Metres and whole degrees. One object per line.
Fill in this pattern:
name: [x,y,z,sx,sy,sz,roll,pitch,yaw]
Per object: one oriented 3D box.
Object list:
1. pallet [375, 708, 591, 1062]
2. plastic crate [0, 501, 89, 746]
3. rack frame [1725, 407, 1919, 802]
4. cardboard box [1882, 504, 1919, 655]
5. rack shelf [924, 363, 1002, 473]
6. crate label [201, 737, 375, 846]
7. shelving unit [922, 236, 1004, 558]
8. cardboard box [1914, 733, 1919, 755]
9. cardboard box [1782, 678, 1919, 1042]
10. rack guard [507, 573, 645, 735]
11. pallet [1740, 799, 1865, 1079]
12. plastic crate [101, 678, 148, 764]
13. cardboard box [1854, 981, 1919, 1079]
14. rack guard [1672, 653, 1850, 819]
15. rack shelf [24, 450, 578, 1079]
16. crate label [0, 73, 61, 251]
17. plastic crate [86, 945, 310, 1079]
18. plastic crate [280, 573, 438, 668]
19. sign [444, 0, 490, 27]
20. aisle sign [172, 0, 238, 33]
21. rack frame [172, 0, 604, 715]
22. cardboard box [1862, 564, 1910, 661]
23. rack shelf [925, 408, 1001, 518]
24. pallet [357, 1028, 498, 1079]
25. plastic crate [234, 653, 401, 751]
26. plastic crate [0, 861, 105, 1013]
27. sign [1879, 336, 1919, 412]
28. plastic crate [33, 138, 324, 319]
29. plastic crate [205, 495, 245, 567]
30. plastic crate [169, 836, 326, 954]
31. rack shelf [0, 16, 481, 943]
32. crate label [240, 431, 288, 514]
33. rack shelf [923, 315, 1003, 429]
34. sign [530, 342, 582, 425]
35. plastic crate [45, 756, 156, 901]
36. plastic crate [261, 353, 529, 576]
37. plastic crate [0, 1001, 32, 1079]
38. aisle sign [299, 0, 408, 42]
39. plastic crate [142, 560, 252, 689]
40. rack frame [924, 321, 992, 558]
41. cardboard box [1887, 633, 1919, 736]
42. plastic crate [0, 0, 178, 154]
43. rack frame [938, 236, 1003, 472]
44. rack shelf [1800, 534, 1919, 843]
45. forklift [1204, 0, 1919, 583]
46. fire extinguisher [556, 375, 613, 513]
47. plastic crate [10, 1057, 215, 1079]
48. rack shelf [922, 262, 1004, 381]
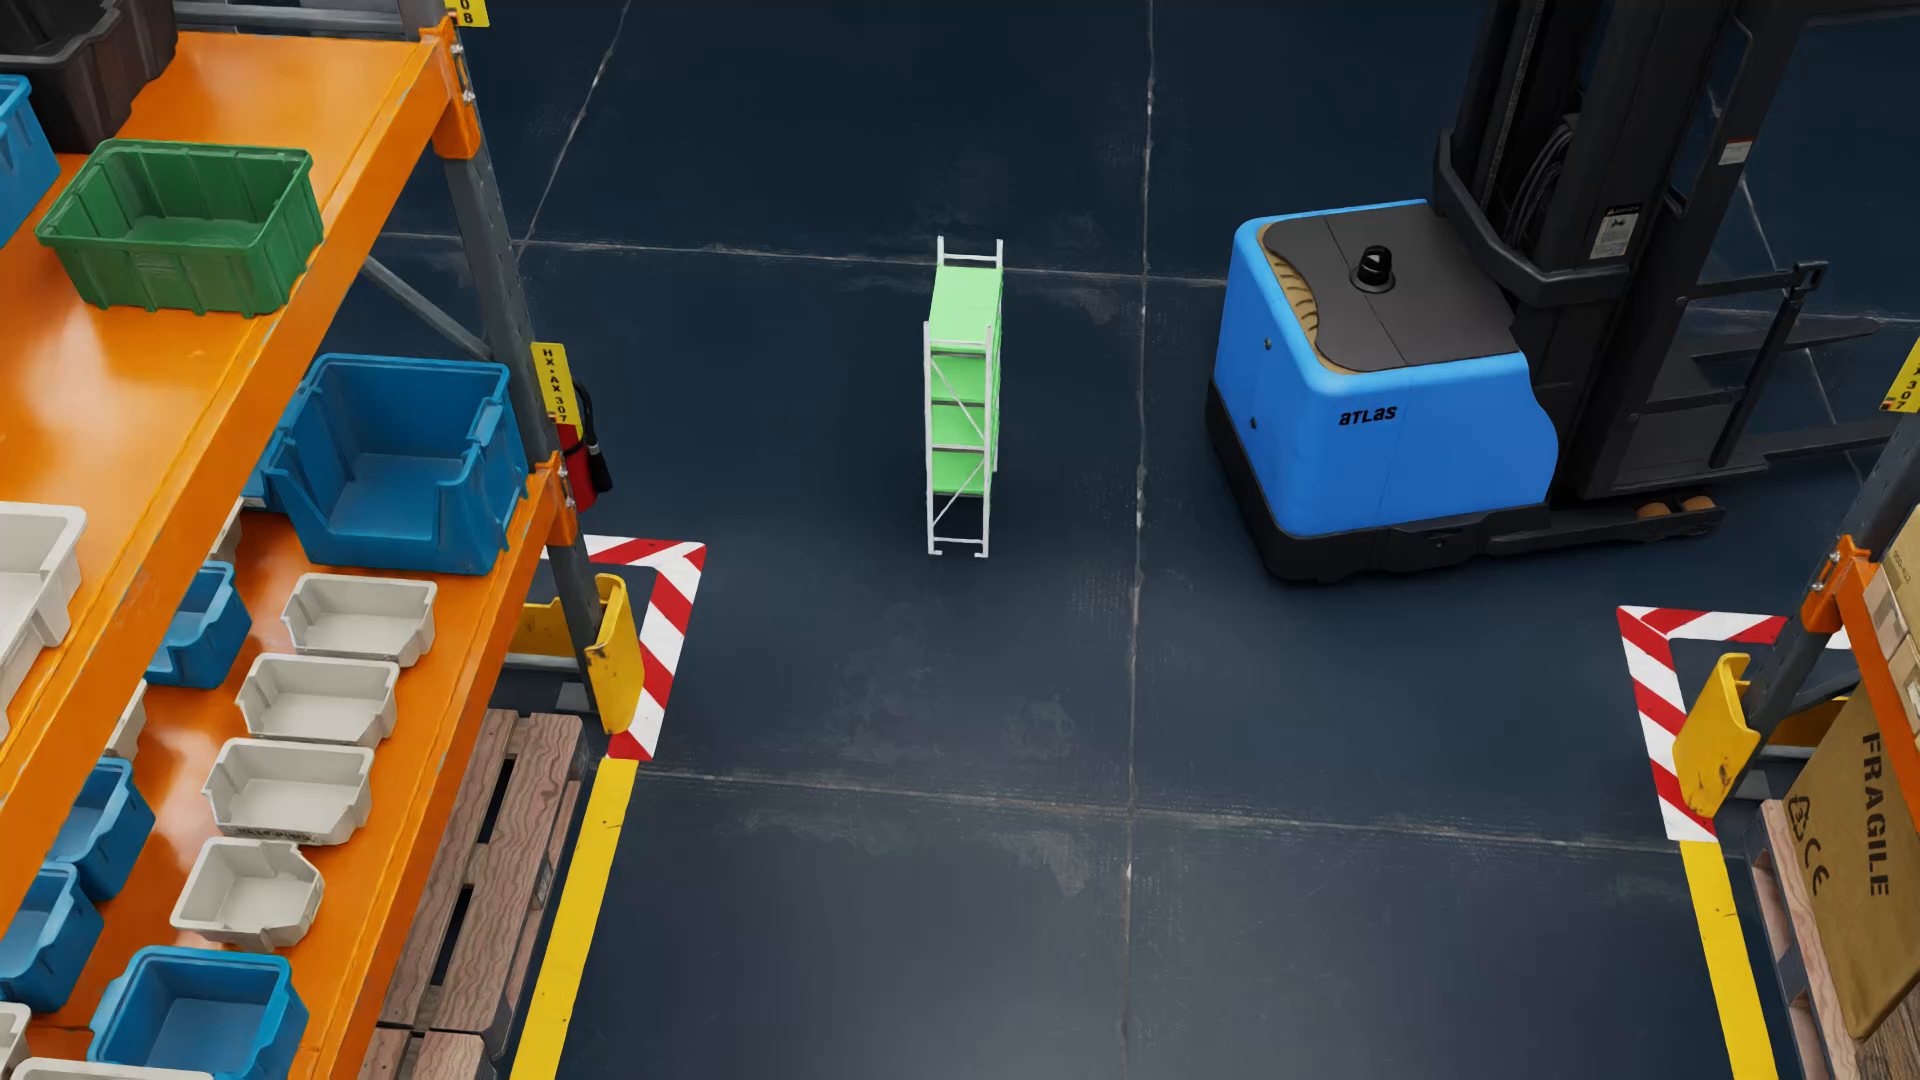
pallet: [-1.886,1.103,5.598,1.003,0.211,1.213,4,48,4]
plastic crate: [-1.713,0.170,2.707,0.437,0.136,0.530,4,48,4]
rack frame: [3.160,-0.108,4.816,1.000,3.000,0.127,4,48,4]
cardboard box: [2.848,0.176,4.456,0.500,0.250,0.500,3,48,2]
rack shelf: [0.015,-0.483,6.466,0.258,0.148,0.480,4,48,4]
crate label: [-1.708,0.657,4.254,0.396,0.136,0.243,4,48,4]
shelving unit: [0.015,-0.527,6.419,0.258,1.200,0.503,4,48,4]
cardboard box: [2.754,0.592,4.346,0.380,0.149,0.250,3,48,3]
cardboard box: [3.182,0.943,5.010,0.875,0.875,0.875,4,48,4]
rack guard: [-1.783,0.384,6.060,1.175,0.500,0.348,4,48,4]
pallet: [3.165,1.426,5.303,1.003,0.211,1.213,4,48,4]
plastic crate: [-2.296,0.515,4.384,0.250,0.136,0.298,4,48,4]
cardboard box: [3.099,1.611,4.399,0.875,0.875,0.875,4,48,4]
rack guard: [3.163,0.718,5.755,1.175,0.500,0.348,4,48,4]
rack shelf: [-1.954,1.271,4.042,1.077,0.370,4.000,4,48,4]
crate label: [-2.178,-0.747,3.469,0.408,0.251,0.502,4,48,4]
plastic crate: [-1.704,1.121,3.765,0.416,0.233,0.300,4,48,4]
plastic crate: [-1.666,0.239,4.637,0.396,0.136,0.243,4,48,4]
sign: [-1.223,-1.393,4.030,0.100,0.325,0.005,4,48,4]
aisle sign: [-2.061,-1.392,4.228,0.394,0.787,0.004,4,48,4]
rack frame: [-1.772,-0.441,5.121,1.000,3.000,0.127,4,48,4]
cardboard box: [2.799,0.215,4.691,0.380,0.149,0.250,4,48,4]
rack shelf: [0.015,-0.321,6.643,0.258,0.148,0.480,4,48,4]
pallet: [-2.000,1.997,4.780,1.003,0.211,1.213,4,48,4]
plastic crate: [-1.707,0.451,4.443,0.396,0.136,0.243,4,48,4]
plastic crate: [-2.270,0.942,3.928,0.416,0.233,0.300,4,48,4]
sign: [2.608,-0.469,4.506,0.100,0.325,0.005,4,48,4]
plastic crate: [-1.578,-0.638,3.412,0.450,0.188,0.336,4,48,4]
plastic crate: [-2.234,0.017,4.840,0.250,0.136,0.298,4,48,4]
plastic crate: [-1.716,0.876,4.054,0.298,0.136,0.250,4,48,4]
rack shelf: [-1.954,0.259,2.935,1.077,0.370,4.000,4,48,4]
crate label: [-2.122,-0.246,5.015,0.416,0.233,0.303,4,48,4]
rack shelf: [0.015,-0.645,6.289,0.258,0.148,0.480,4,48,4]
sign: [-1.223,-0.471,5.038,0.100,0.325,0.005,4,48,4]
plastic crate: [-2.242,0.722,4.130,0.416,0.233,0.300,4,48,4]
plastic crate: [-1.616,-0.215,4.849,0.616,0.435,0.499,4,48,4]
plastic crate: [-2.277,1.267,3.697,0.293,0.136,0.466,4,48,4]
aisle sign: [-1.474,-1.352,4.192,0.394,0.787,0.004,4,48,4]
plastic crate: [-2.182,0.238,4.573,0.416,0.233,0.300,4,48,4]
rack frame: [-0.007,-0.347,6.255,0.240,1.200,0.015,4,48,4]
cardboard box: [2.777,0.404,4.518,0.380,0.149,0.250,3,48,3]
plastic crate: [-2.085,-1.146,3.821,0.497,0.269,0.590,4,48,4]
rack frame: [0.037,-0.706,6.583,0.240,1.200,0.015,4,48,4]
rack shelf: [2.978,1.604,3.738,1.077,0.370,4.000,4,48,4]
forklift: [2.616,-1.359,6.007,3.031,2.935,1.130,-8,48,-7]
fire extinguisher: [-1.306,-0.370,5.361,0.296,0.674,0.183,4,48,4]
plastic crate: [-1.814,1.408,3.469,0.437,0.282,0.530,4,48,4]
rack shelf: [0.015,-0.807,6.111,0.258,0.148,0.480,4,48,4]
